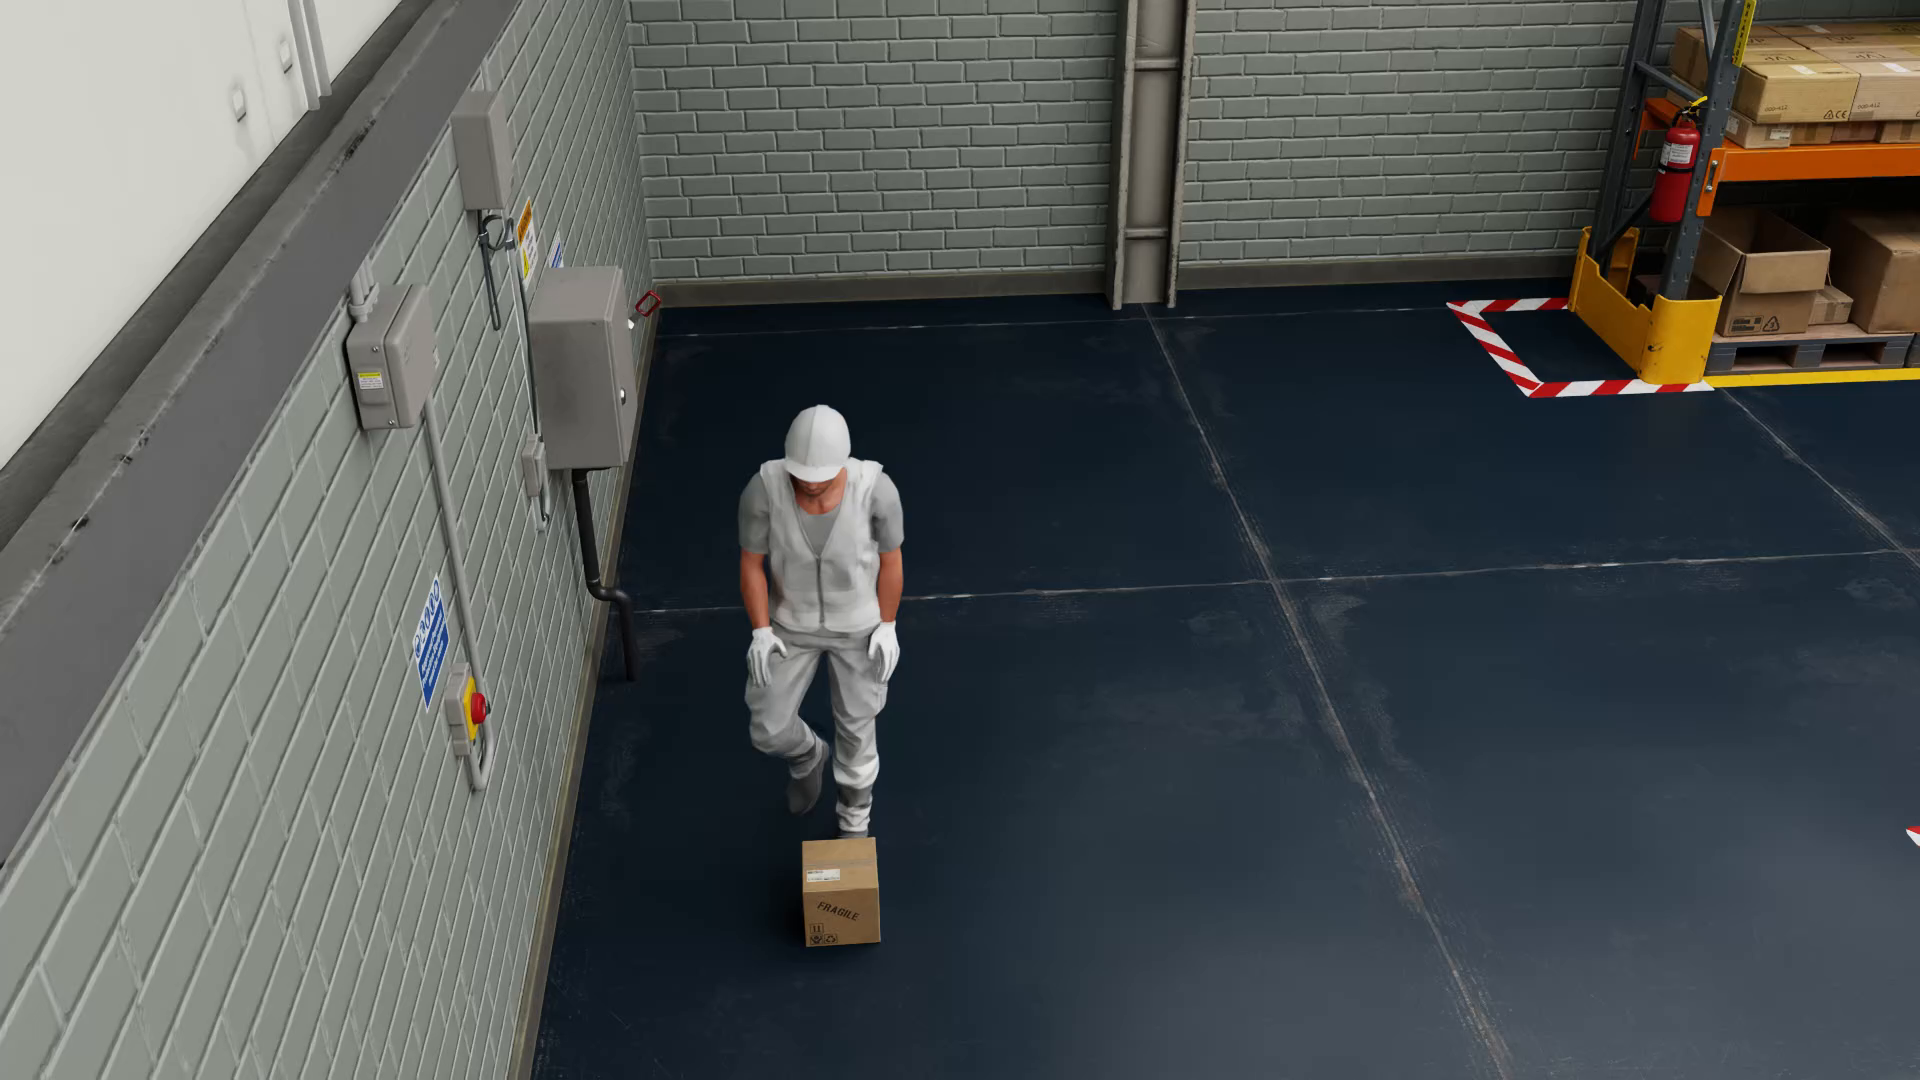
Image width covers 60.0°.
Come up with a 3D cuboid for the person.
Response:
[{"bbox_3d":[-0.456,0.325,5.561,0.544,1.775,0.589,1,31,1],"label":"person"}]
